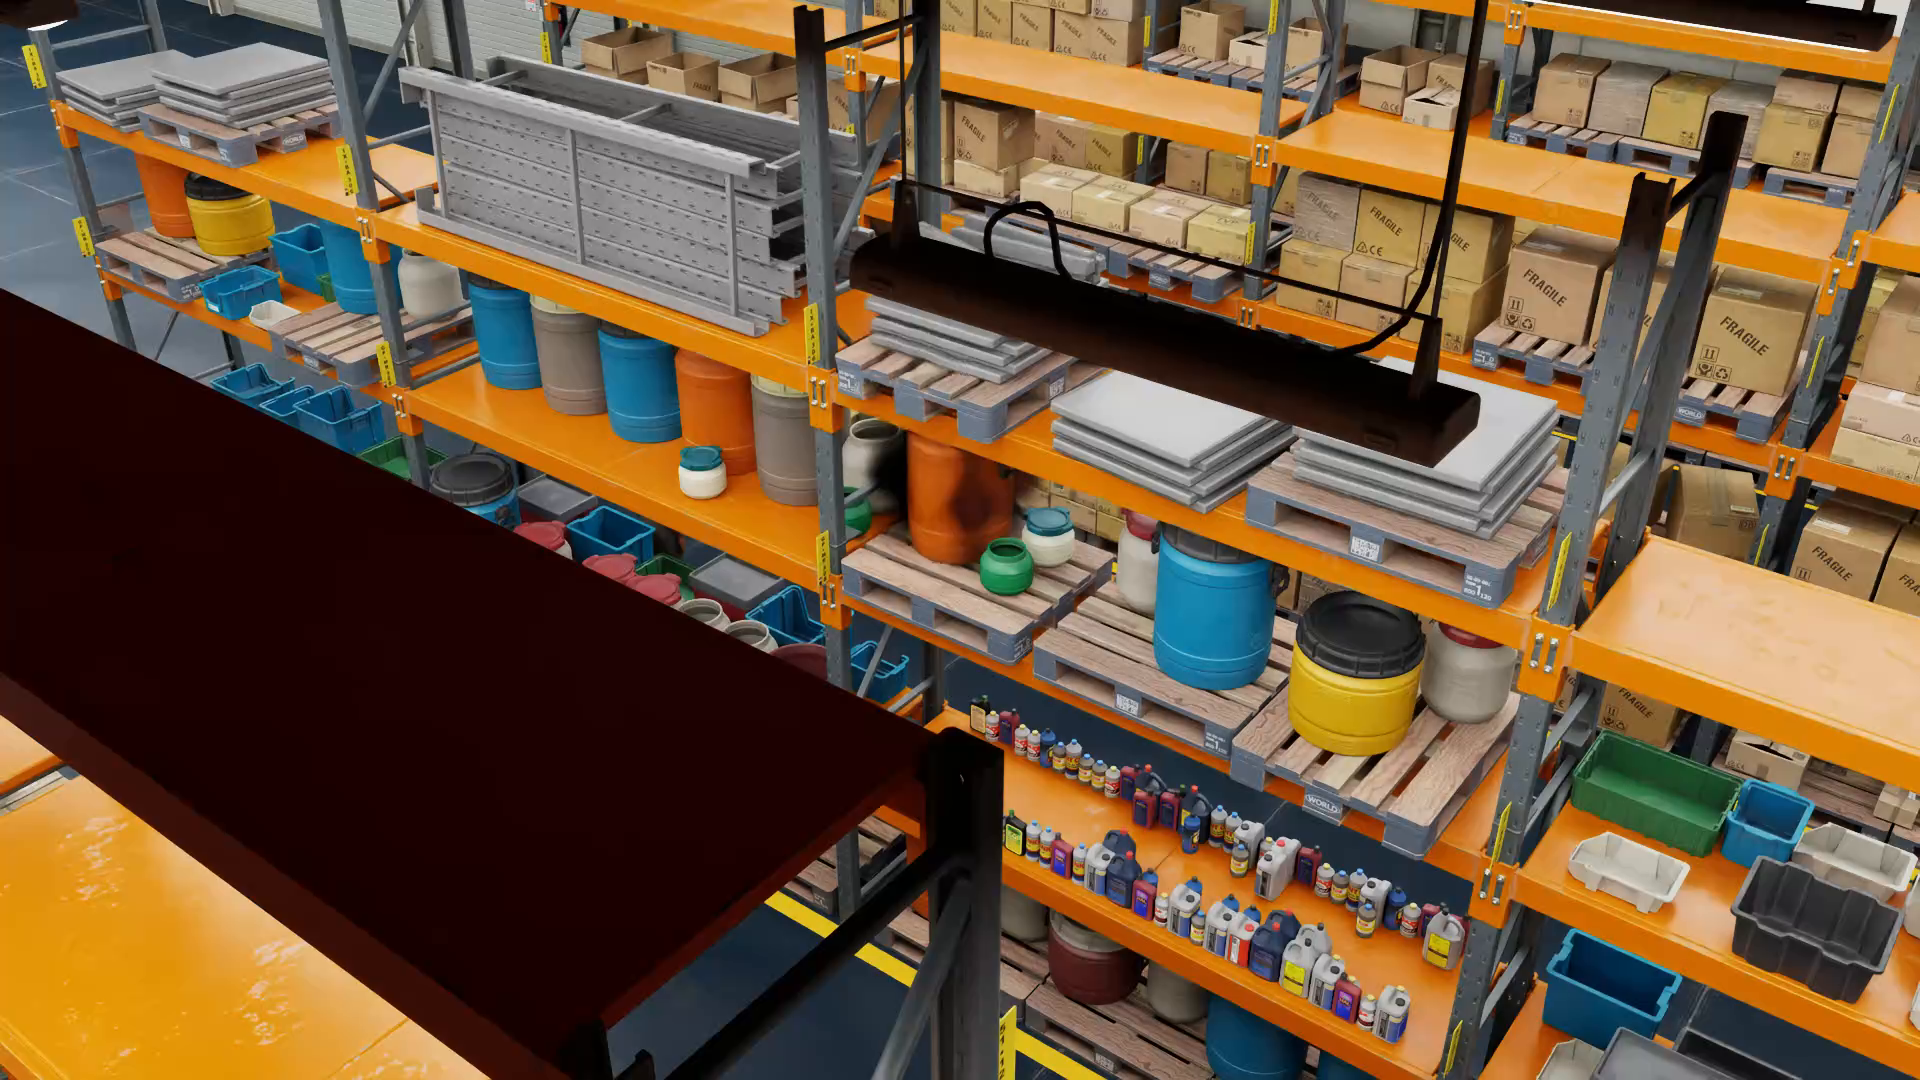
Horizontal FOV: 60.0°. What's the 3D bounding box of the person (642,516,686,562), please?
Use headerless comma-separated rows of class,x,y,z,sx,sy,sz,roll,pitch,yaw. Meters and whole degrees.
person,-2.502,-0.083,13.851,0.545,1.703,0.345,27,41,37
